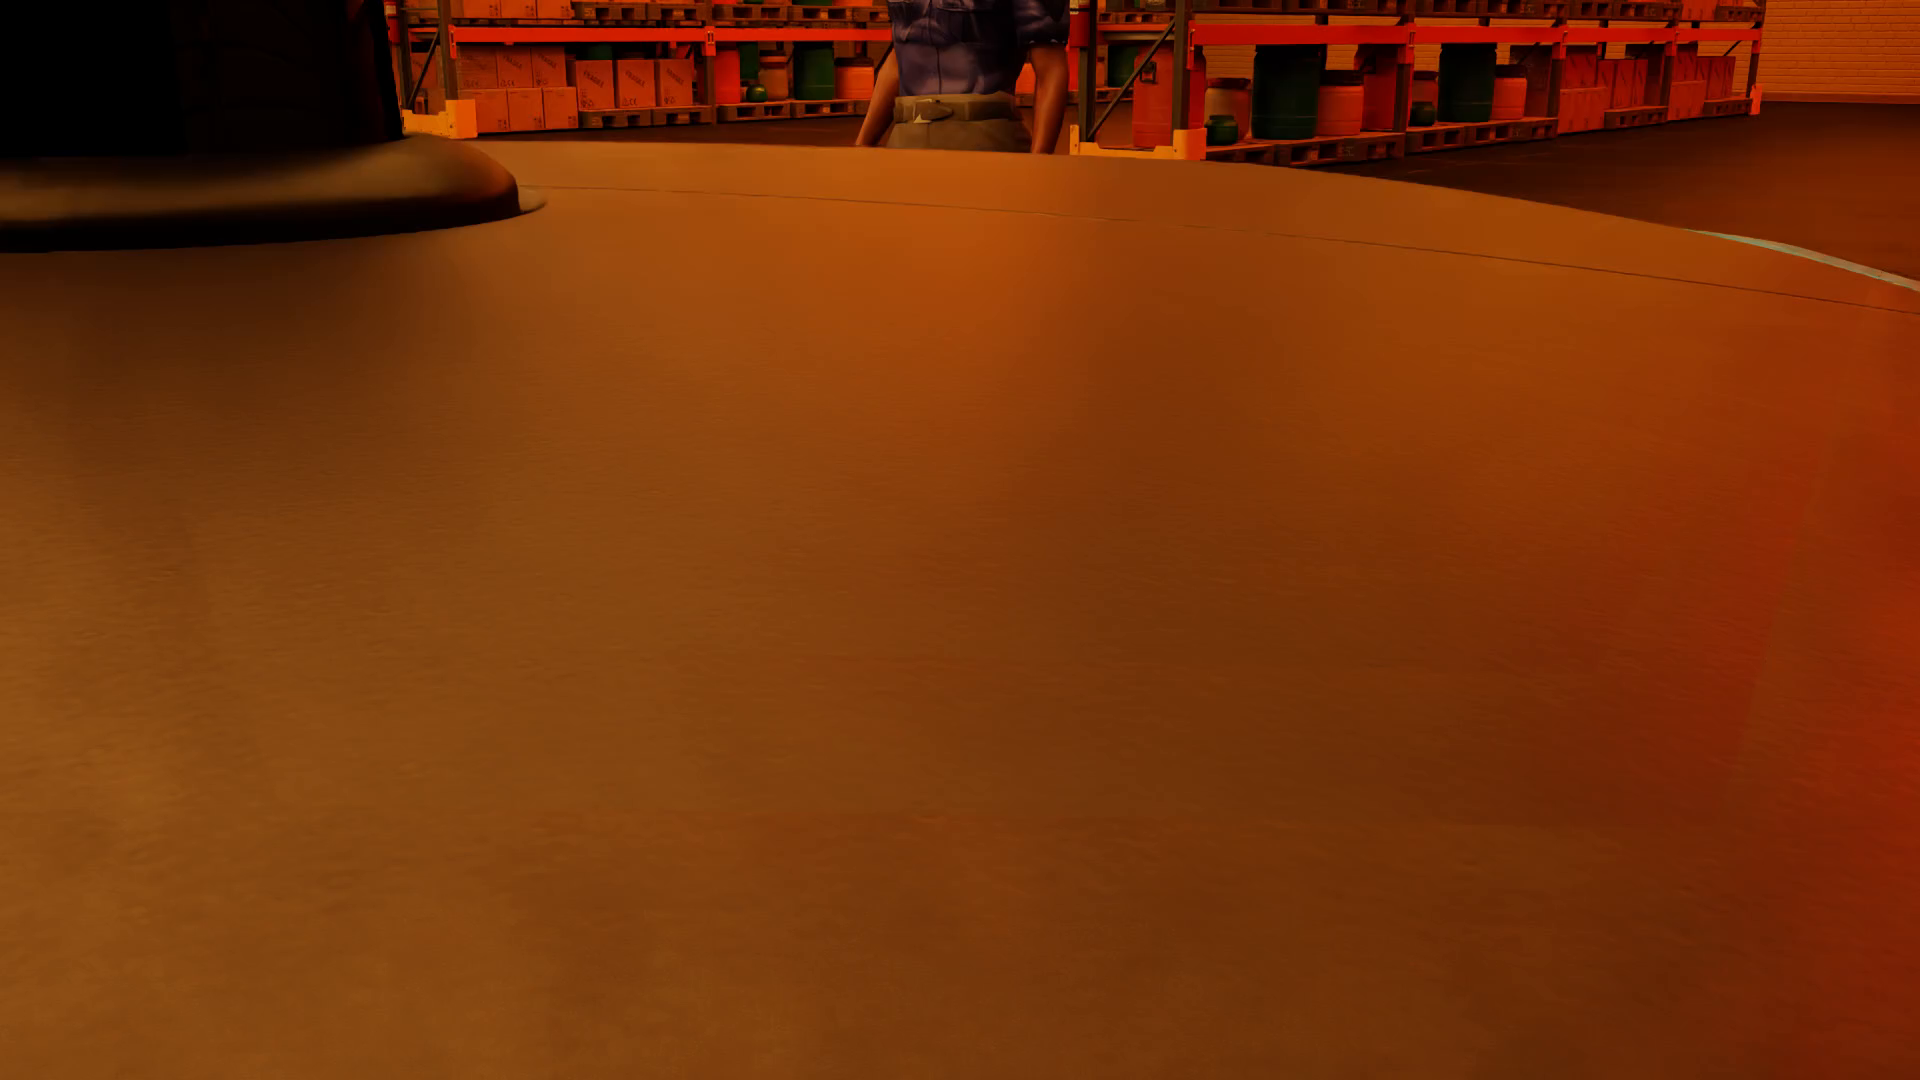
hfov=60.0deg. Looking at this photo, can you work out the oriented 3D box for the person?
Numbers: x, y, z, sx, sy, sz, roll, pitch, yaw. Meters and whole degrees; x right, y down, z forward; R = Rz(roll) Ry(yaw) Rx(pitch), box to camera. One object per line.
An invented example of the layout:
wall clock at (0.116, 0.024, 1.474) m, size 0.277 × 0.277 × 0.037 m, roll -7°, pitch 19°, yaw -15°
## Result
person at (-0.071, -0.782, 3.647) m, size 0.569 × 1.654 × 0.504 m, roll 13°, pitch 21°, yaw 37°
